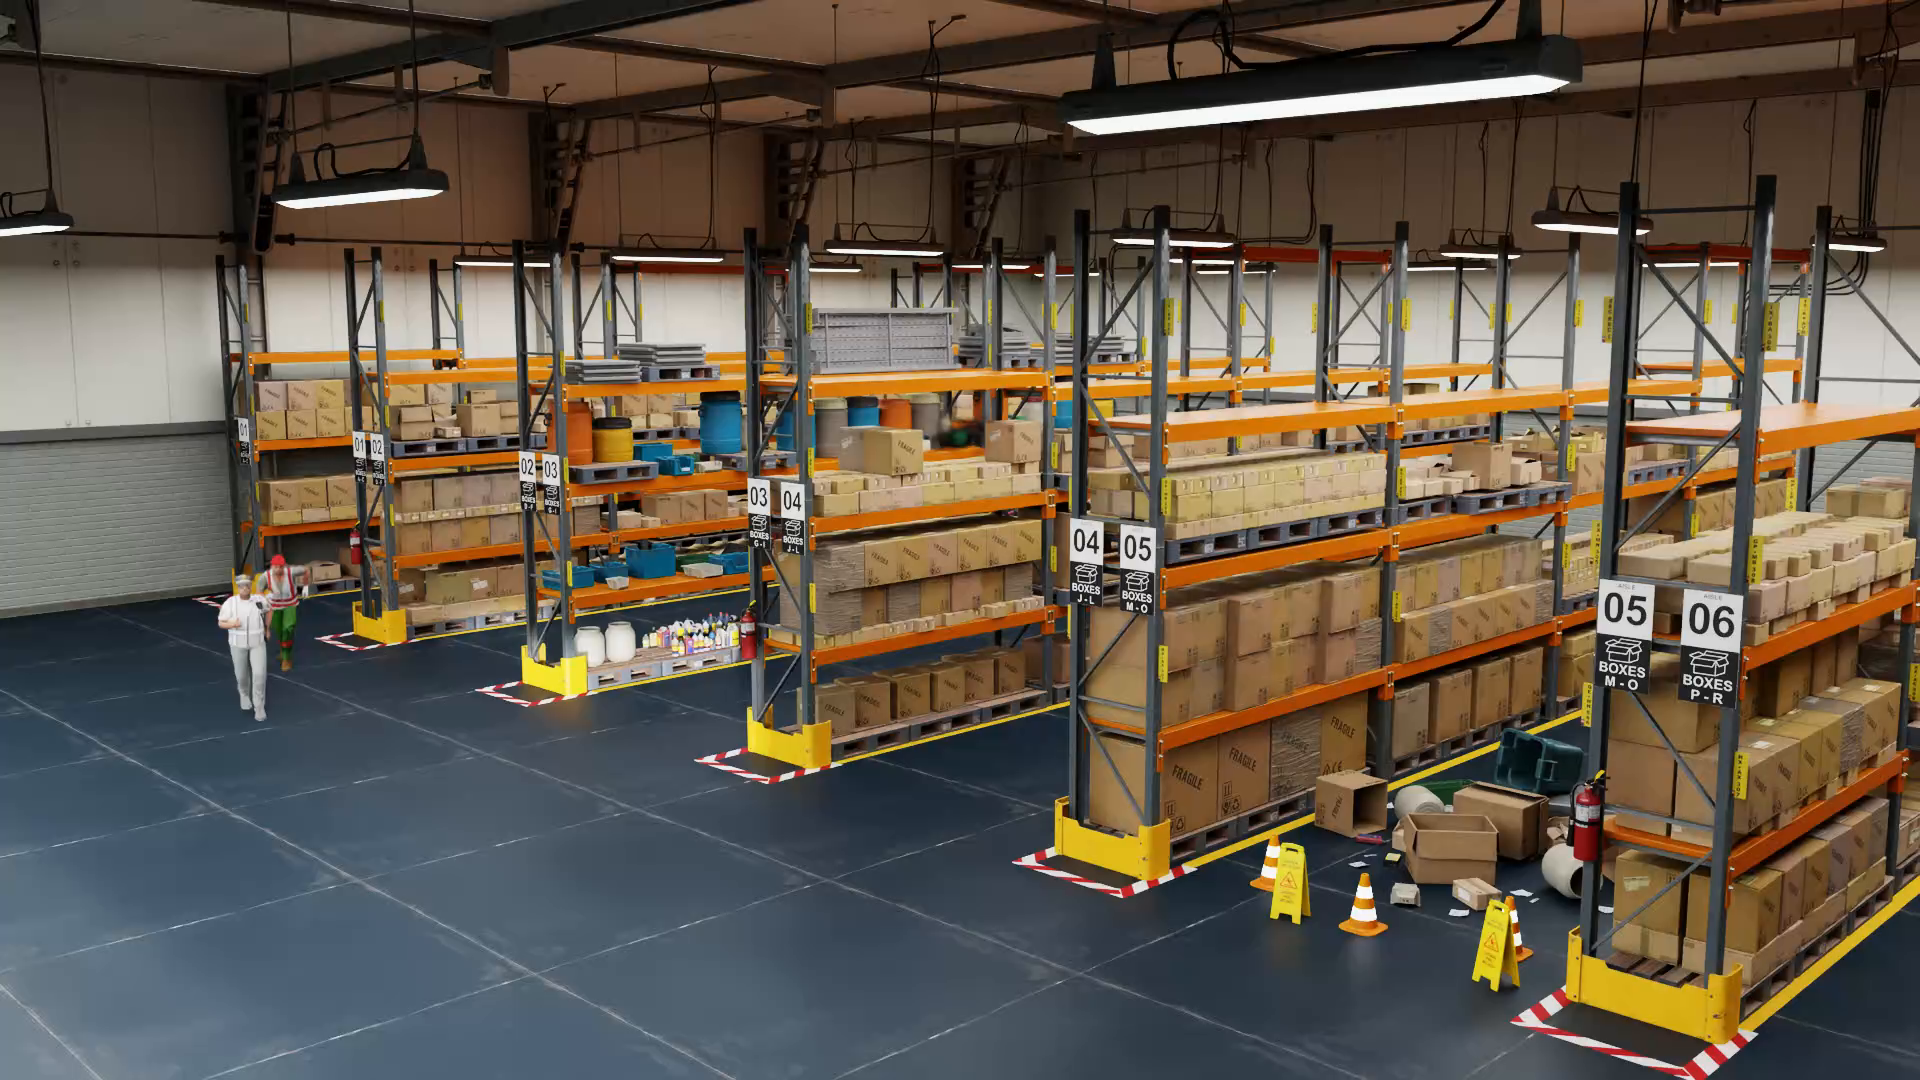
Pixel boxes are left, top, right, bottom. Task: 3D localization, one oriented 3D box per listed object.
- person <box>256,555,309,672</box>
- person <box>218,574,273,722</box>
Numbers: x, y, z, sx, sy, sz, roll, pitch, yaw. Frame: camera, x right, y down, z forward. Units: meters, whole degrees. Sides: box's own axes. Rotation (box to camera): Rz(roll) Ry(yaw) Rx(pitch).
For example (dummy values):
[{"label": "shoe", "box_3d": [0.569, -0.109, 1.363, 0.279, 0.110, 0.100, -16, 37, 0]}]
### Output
[{"label": "person", "box_3d": [-9.636, 1.009, 23.715, 0.704, 1.716, 1.014, -3, 9, -19]}, {"label": "person", "box_3d": [-8.951, 1.315, 20.900, 0.653, 1.805, 0.898, -4, 9, -25]}]
